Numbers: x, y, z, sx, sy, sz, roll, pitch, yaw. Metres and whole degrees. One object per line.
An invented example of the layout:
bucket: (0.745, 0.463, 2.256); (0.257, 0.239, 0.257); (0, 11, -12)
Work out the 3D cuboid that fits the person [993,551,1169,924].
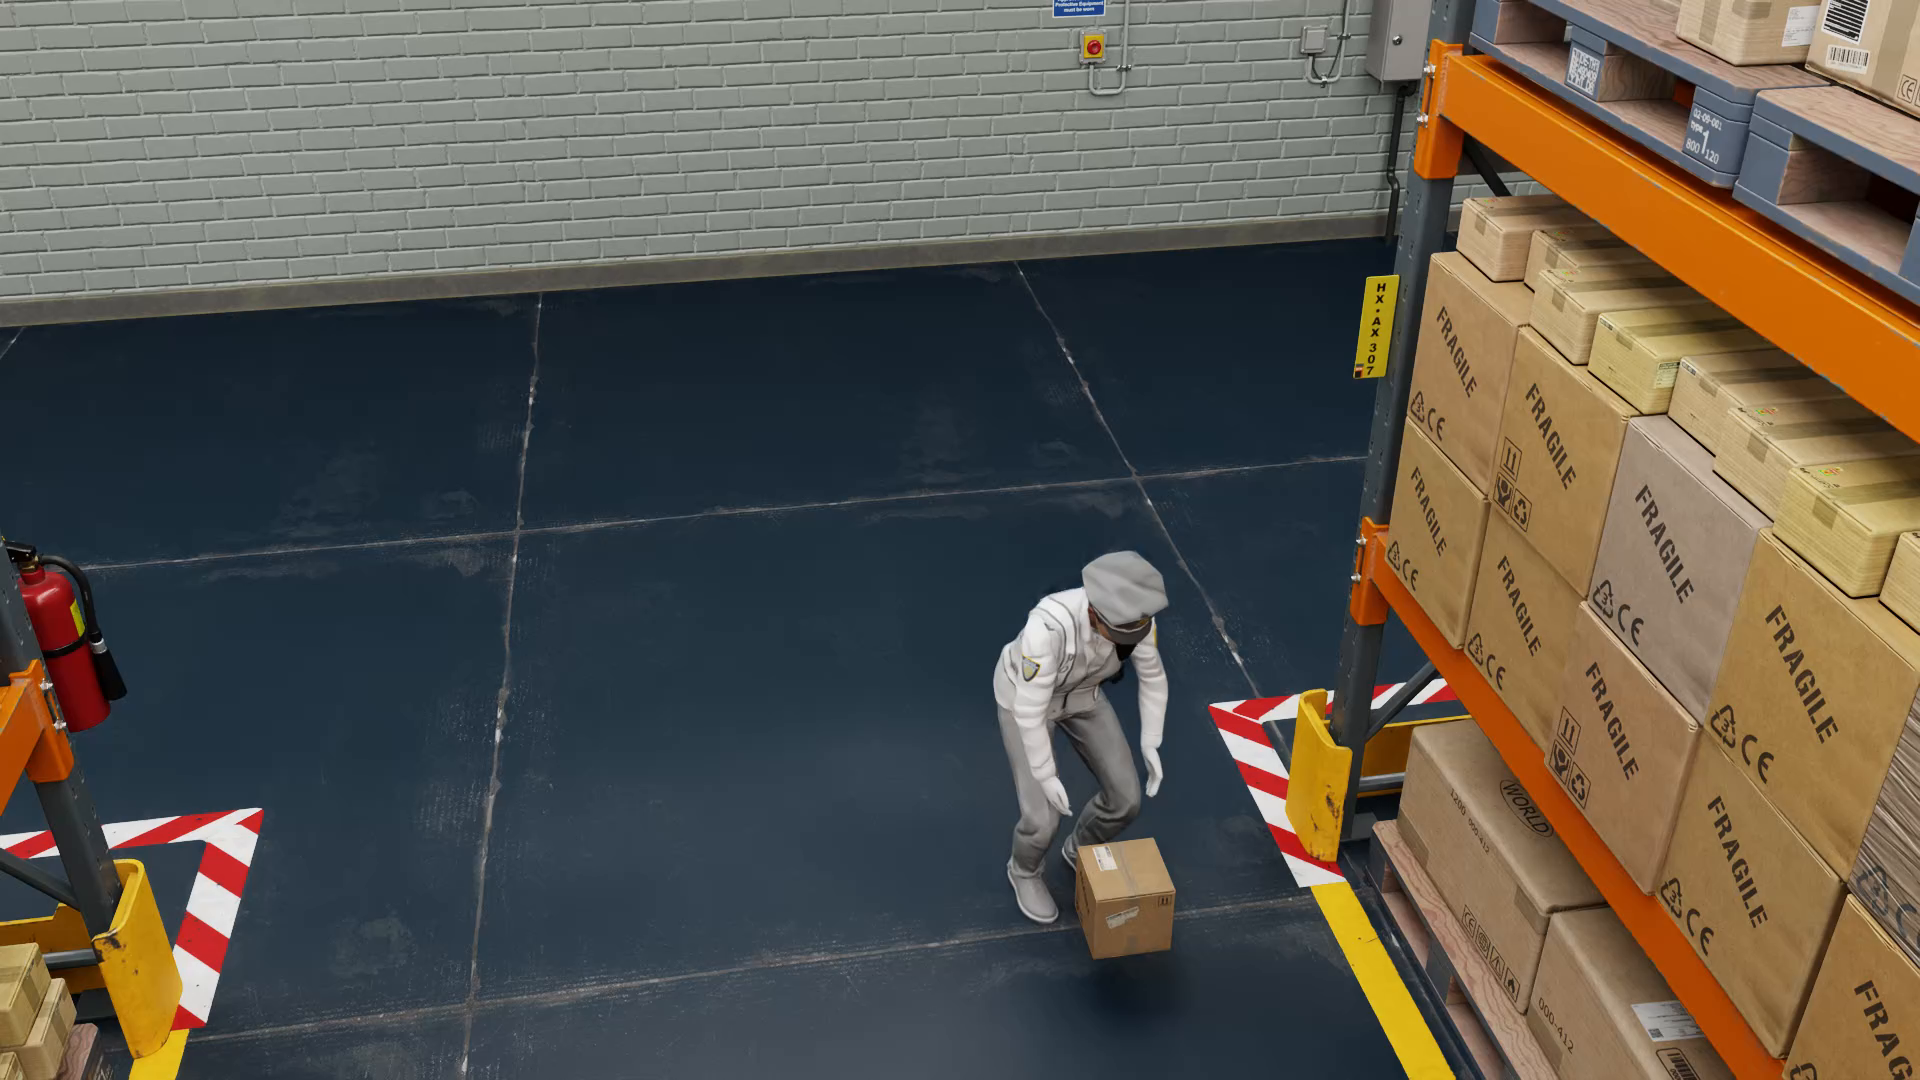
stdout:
person: (0.396, 0.600, 5.366); (0.534, 1.430, 0.673); (-12, 33, -19)
